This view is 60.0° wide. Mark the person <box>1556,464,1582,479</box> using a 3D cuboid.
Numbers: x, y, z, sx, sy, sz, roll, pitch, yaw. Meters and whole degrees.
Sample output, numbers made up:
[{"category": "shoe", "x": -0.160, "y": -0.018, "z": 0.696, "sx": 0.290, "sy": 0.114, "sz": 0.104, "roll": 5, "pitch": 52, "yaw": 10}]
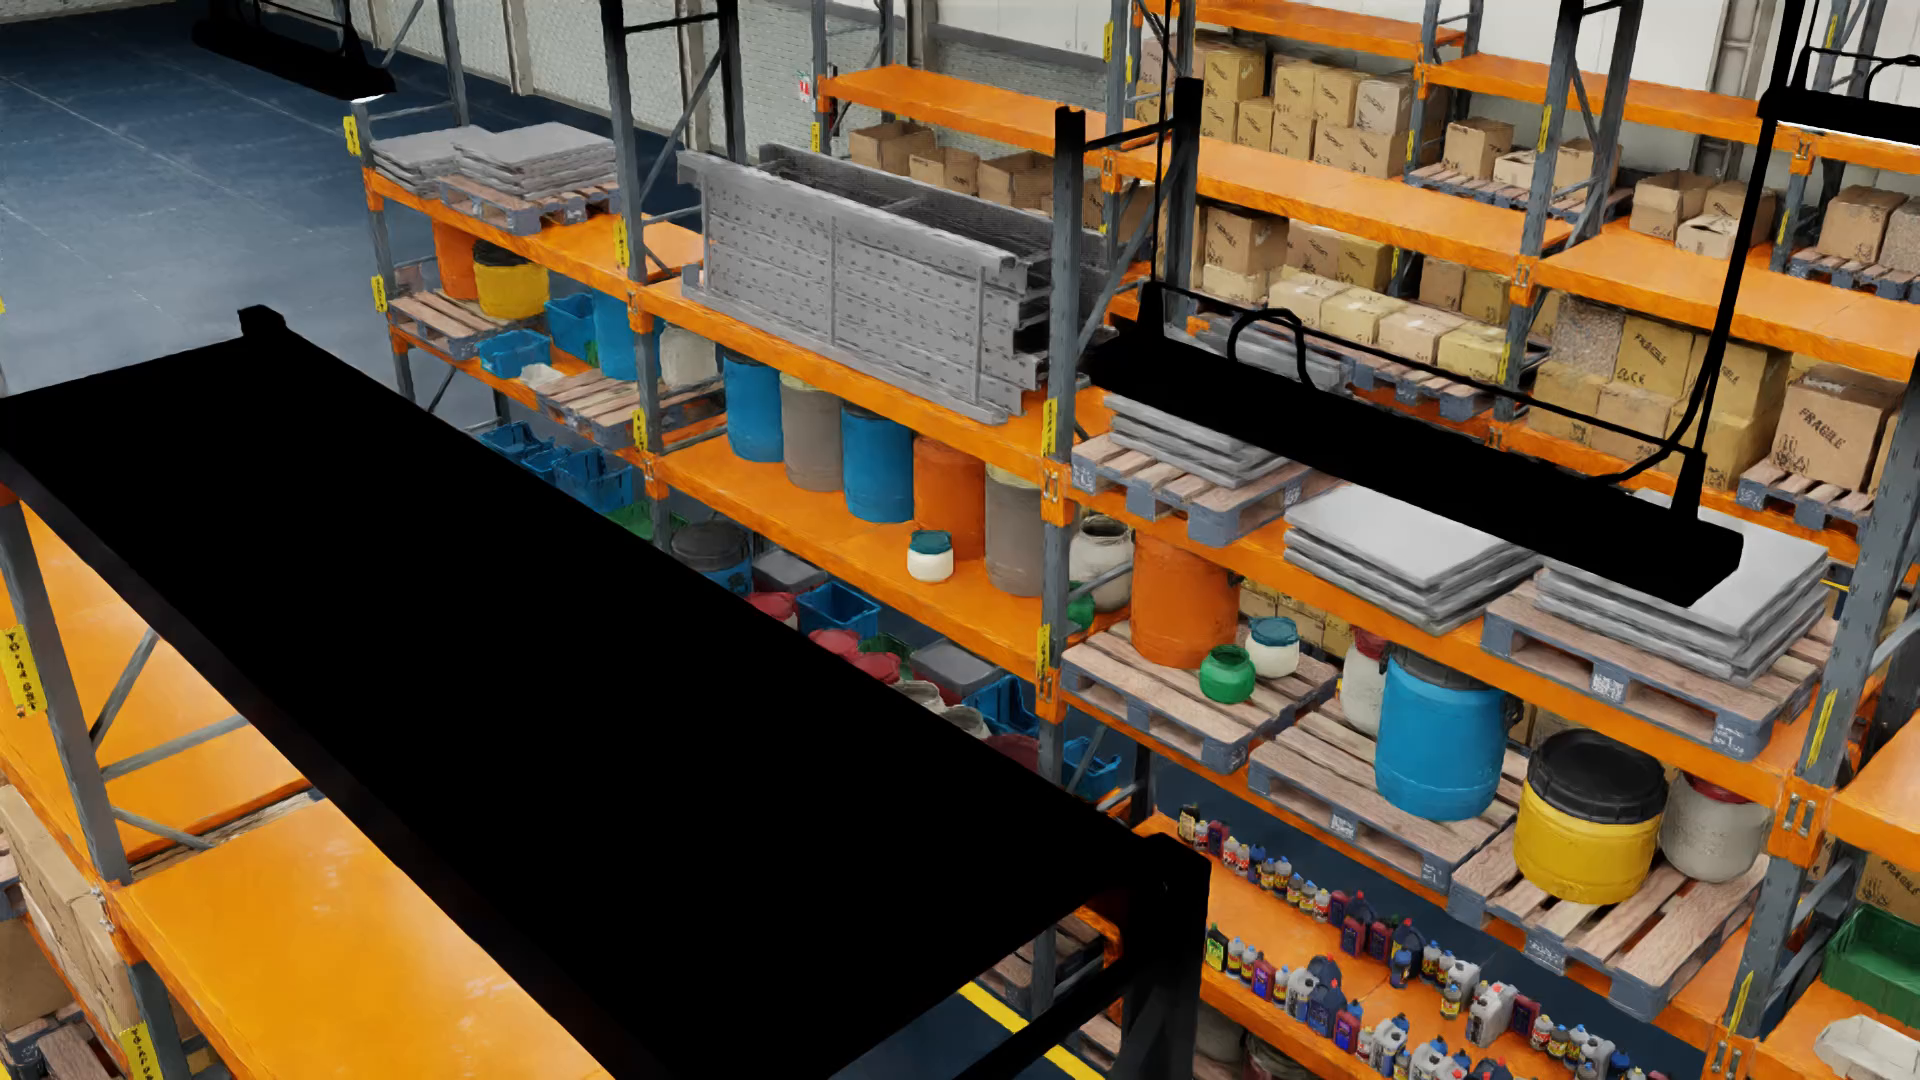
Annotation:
[{"category": "person", "x": 5.484, "y": 0.009, "z": 15.143, "sx": 0.447, "sy": 1.574, "sz": 1.088, "roll": -23, "pitch": 36, "yaw": -36}]
